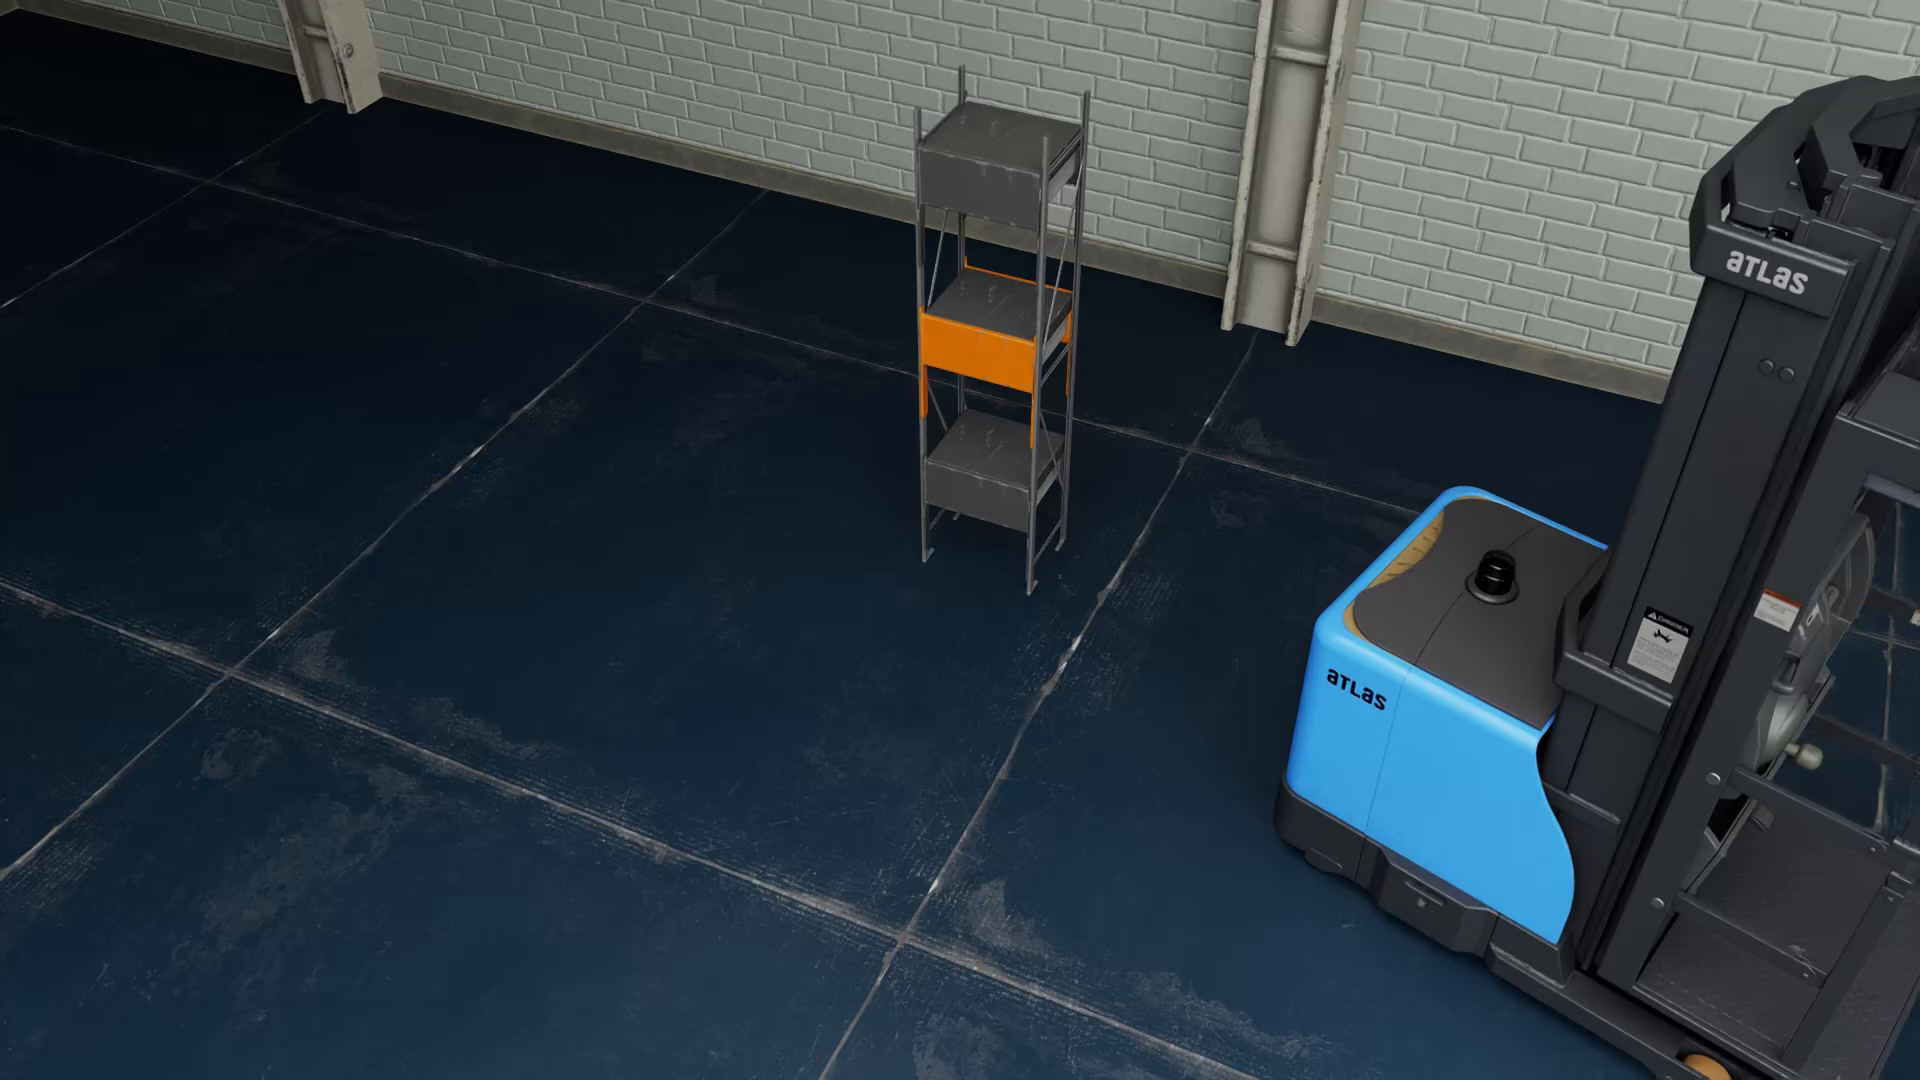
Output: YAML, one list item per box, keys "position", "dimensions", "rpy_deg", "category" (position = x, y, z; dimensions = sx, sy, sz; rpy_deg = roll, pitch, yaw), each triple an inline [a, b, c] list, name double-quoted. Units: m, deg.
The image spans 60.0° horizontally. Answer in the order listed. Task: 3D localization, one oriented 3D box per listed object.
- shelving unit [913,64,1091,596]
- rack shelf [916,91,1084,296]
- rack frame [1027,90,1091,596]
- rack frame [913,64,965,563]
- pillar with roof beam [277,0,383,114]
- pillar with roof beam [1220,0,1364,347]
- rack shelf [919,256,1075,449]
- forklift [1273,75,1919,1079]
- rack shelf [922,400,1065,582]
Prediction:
- position: [0.150, -0.748, 6.509]
  dimensions: [0.503, 2.100, 0.431]
  rpy_deg: [17, 44, 19]
  category: "shelving unit"
- position: [0.150, -1.266, 6.060]
  dimensions: [0.480, 0.518, 0.431]
  rpy_deg: [17, 44, 19]
  category: "rack shelf"
- position: [0.371, -0.680, 6.431]
  dimensions: [0.015, 2.100, 0.400]
  rpy_deg: [17, 44, 19]
  category: "rack frame"
- position: [-0.071, -0.815, 6.587]
  dimensions: [0.015, 2.100, 0.400]
  rpy_deg: [17, 44, 19]
  category: "rack frame"
- position: [-5.685, -3.626, 4.562]
  dimensions: [0.400, 9.000, 9.100]
  rpy_deg: [17, 44, 19]
  category: "pillar with roof beam"
- position: [-0.248, -1.964, 2.645]
  dimensions: [0.400, 9.000, 9.100]
  rpy_deg: [17, 44, 19]
  category: "pillar with roof beam"
- position: [0.150, -0.737, 6.518]
  dimensions: [0.480, 0.518, 0.431]
  rpy_deg: [17, 44, 19]
  category: "rack shelf"
- position: [2.572, 0.354, 4.603]
  dimensions: [3.031, 2.935, 1.130]
  rpy_deg: [29, 49, 29]
  category: "forklift"
- position: [0.150, -0.208, 6.977]
  dimensions: [0.480, 0.518, 0.431]
  rpy_deg: [17, 44, 19]
  category: "rack shelf"
